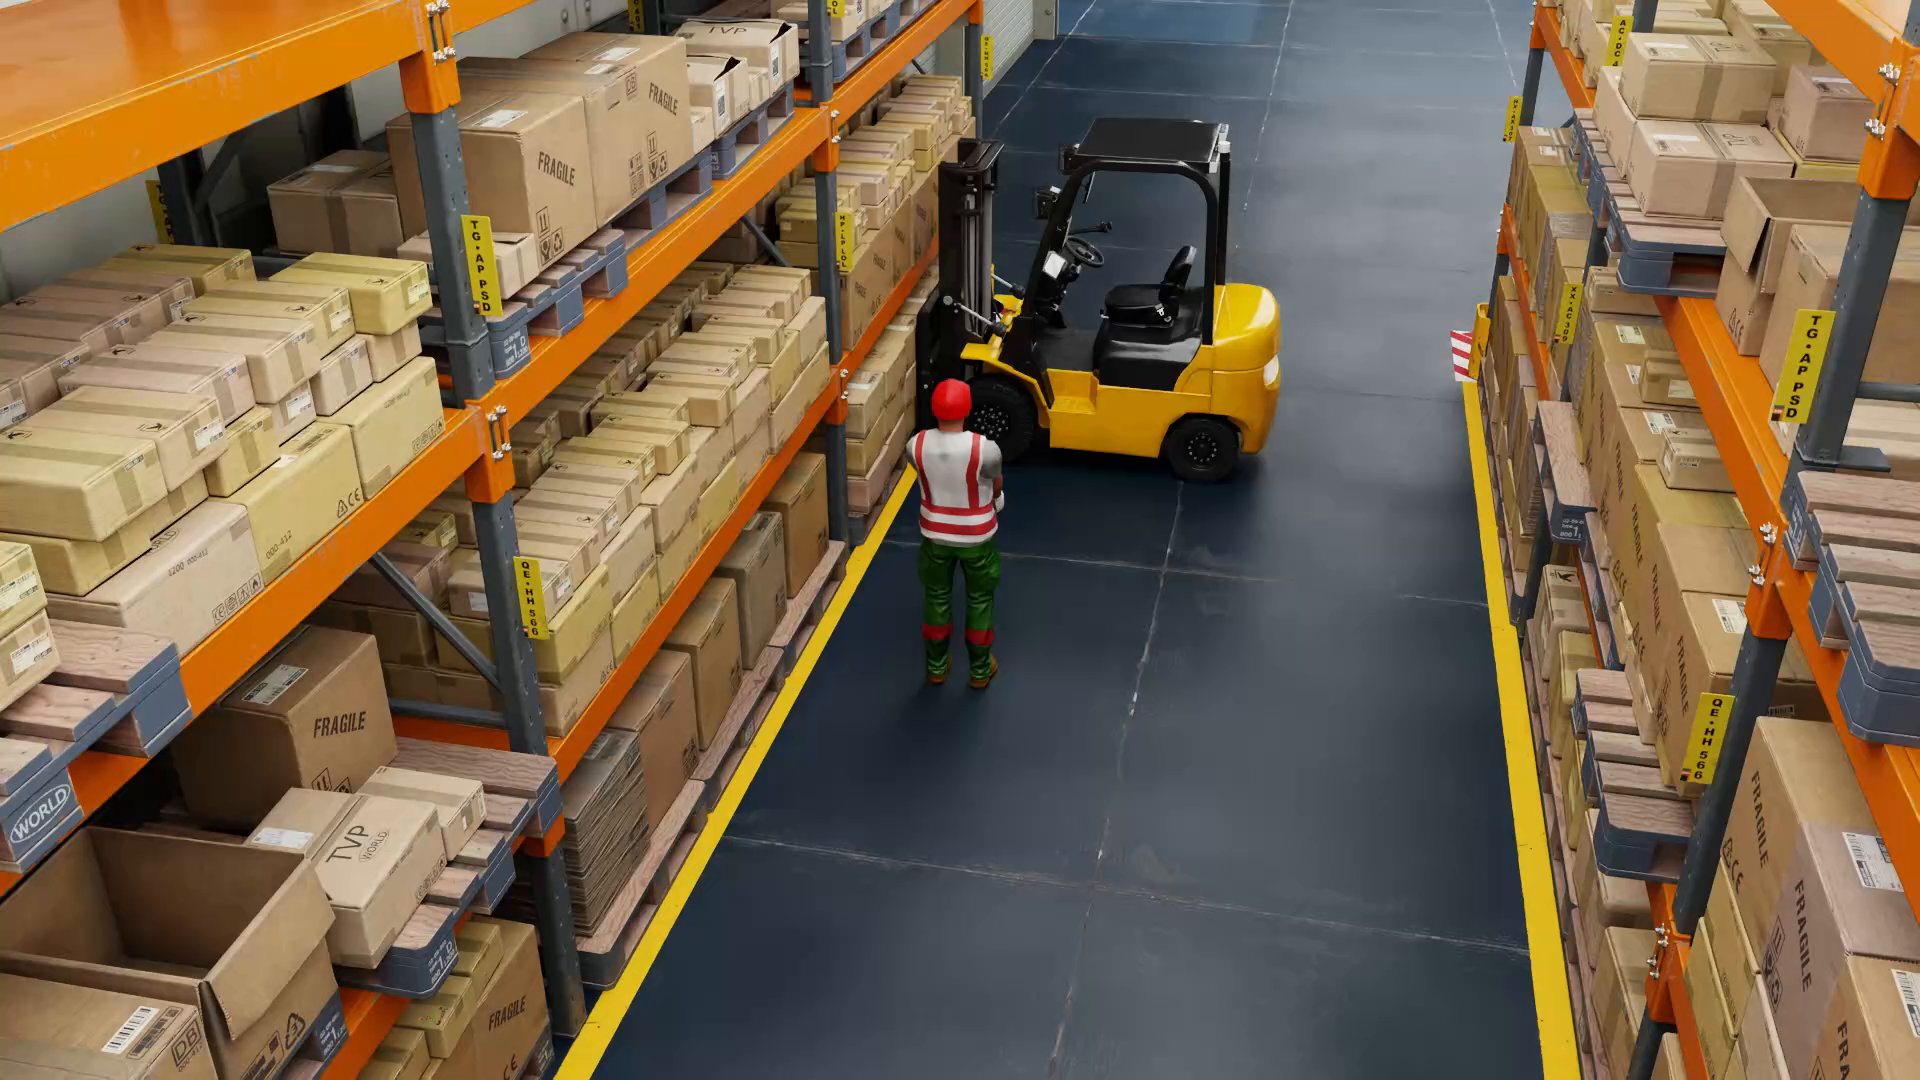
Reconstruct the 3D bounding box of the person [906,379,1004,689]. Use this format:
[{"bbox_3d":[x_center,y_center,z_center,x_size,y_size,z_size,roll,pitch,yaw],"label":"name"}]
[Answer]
[{"bbox_3d":[-0.001,-0.082,8.755,0.494,1.782,0.561,6,29,12],"label":"person"}]
